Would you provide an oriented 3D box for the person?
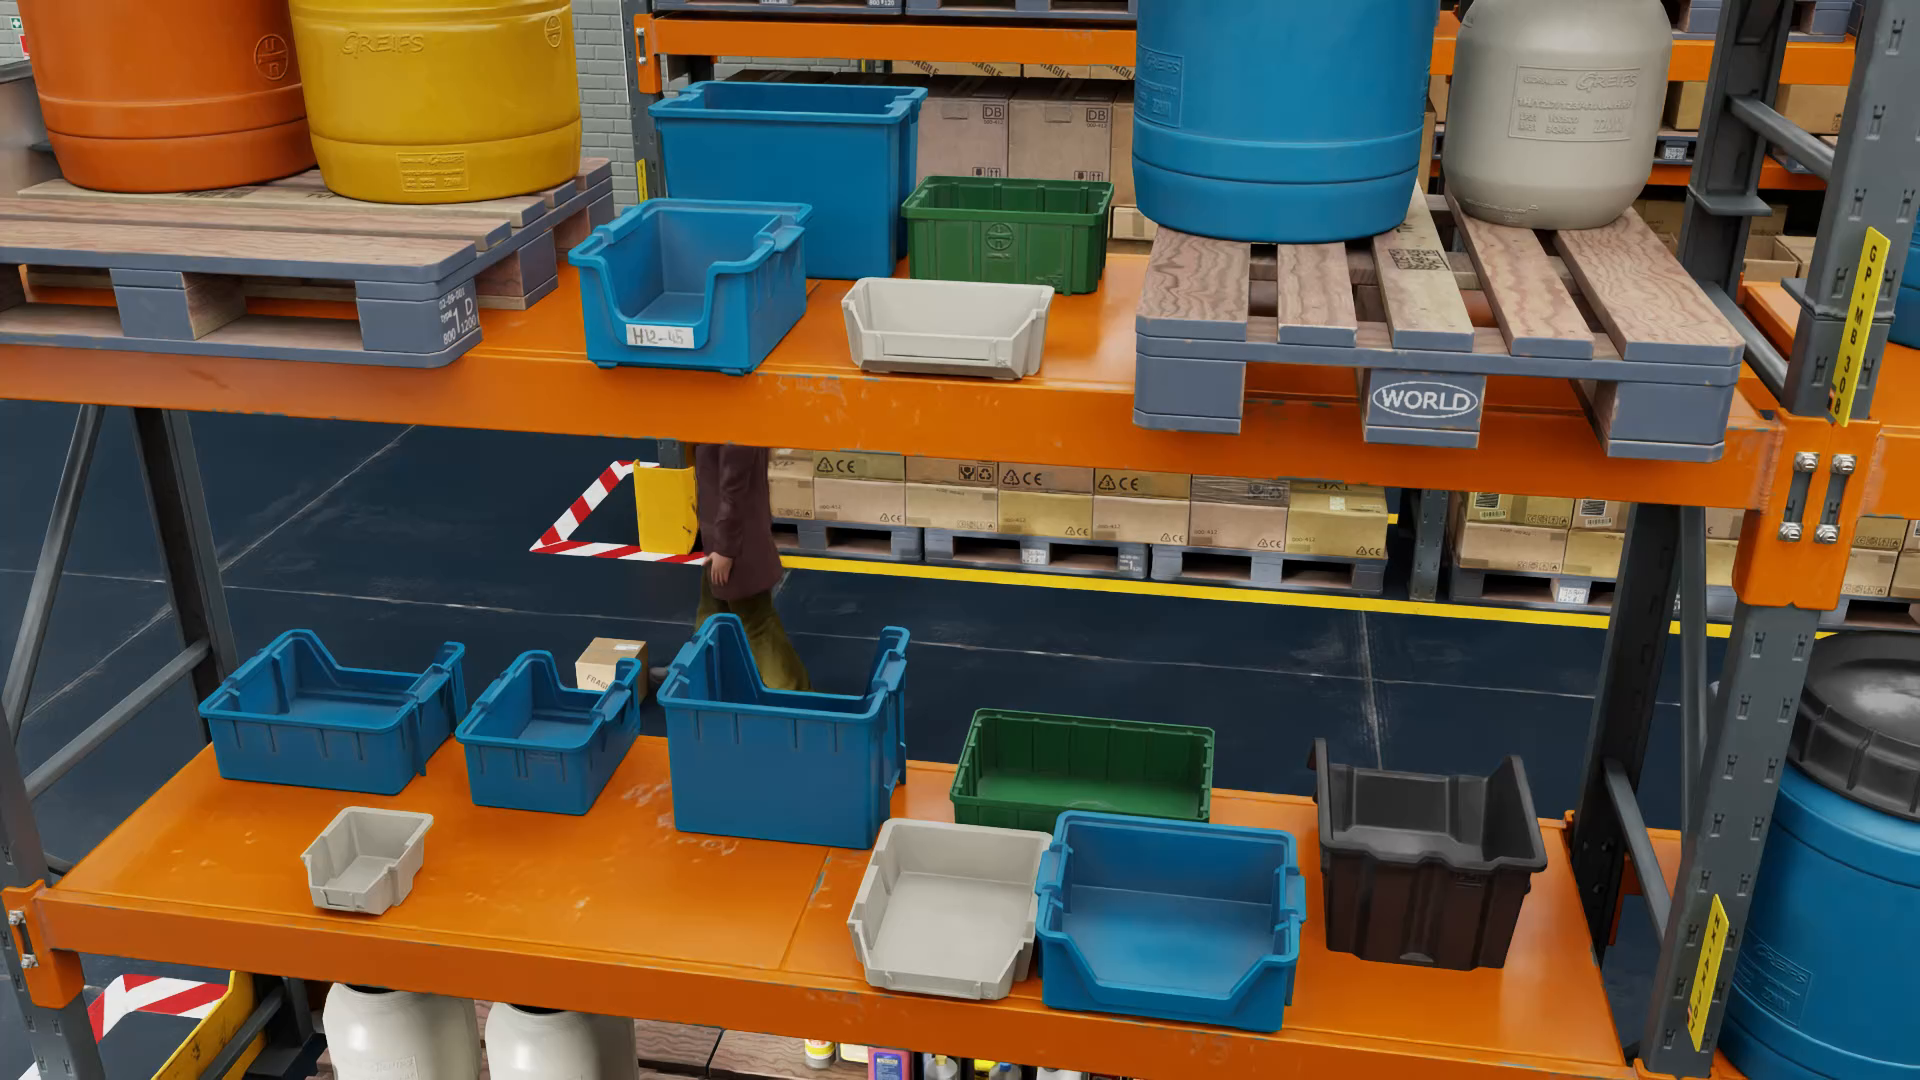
[{"bbox_3d":[-1.030,-0.042,7.209,0.827,1.771,0.593,1,25,2],"label":"person"}]
